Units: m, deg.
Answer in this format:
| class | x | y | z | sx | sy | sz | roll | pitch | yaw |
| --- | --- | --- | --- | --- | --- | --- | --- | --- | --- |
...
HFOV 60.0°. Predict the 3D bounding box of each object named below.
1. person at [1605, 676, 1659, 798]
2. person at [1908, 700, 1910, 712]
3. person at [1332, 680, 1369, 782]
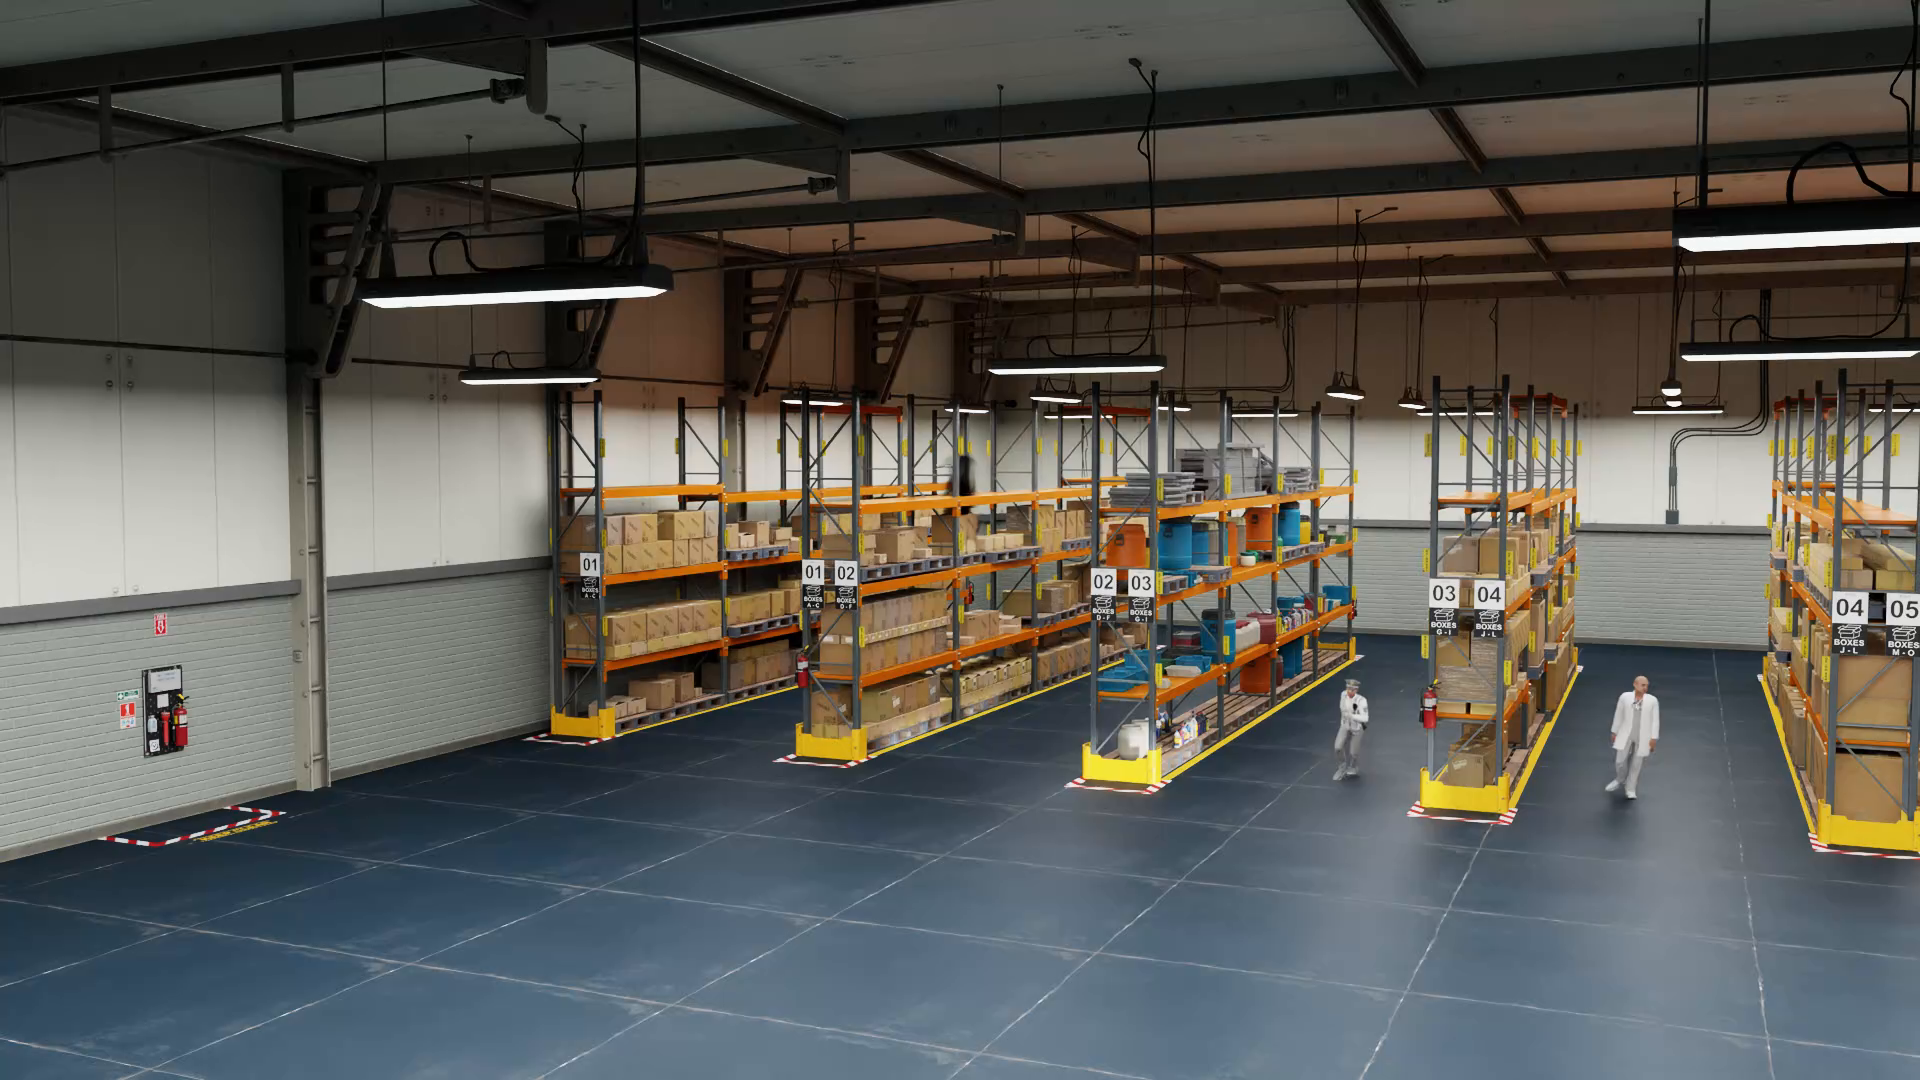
| class | x | y | z | sx | sy | sz | roll | pitch | yaw |
| --- | --- | --- | --- | --- | --- | --- | --- | --- | --- |
| person | 9.573 | 2.798 | 23.657 | 0.687 | 1.759 | 0.545 | 1 | 3 | 19 |
| person | 17.675 | 2.409 | 31.285 | 0.715 | 1.733 | 0.983 | 1 | 3 | 21 |
| person | 5.889 | 2.840 | 24.895 | 0.560 | 1.557 | 0.930 | 2 | 4 | 31 |
